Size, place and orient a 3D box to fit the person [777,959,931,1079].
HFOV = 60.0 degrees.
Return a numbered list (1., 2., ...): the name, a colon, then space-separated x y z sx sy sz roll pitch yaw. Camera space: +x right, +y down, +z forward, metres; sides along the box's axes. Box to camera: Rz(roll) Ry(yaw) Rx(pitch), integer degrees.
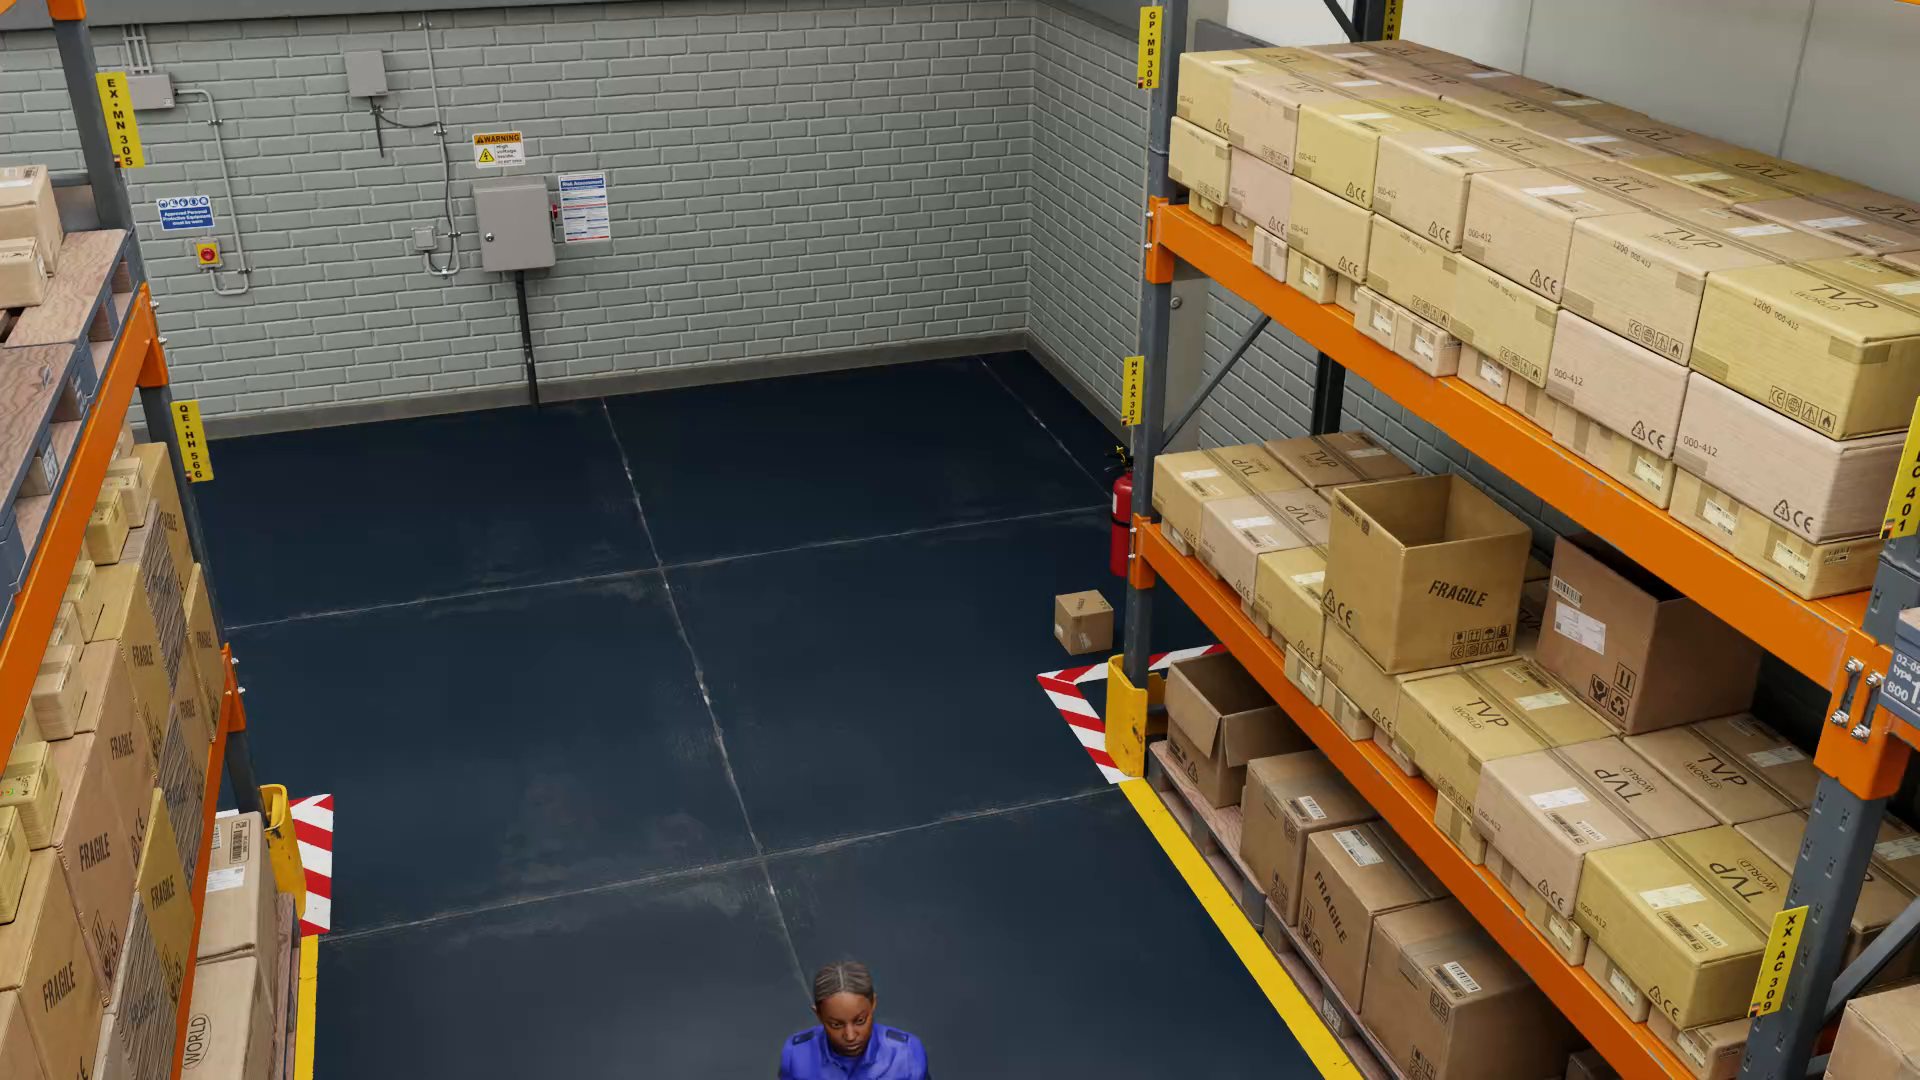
1. person: -0.288 1.874 4.819 0.446 1.641 0.583 1 27 1
